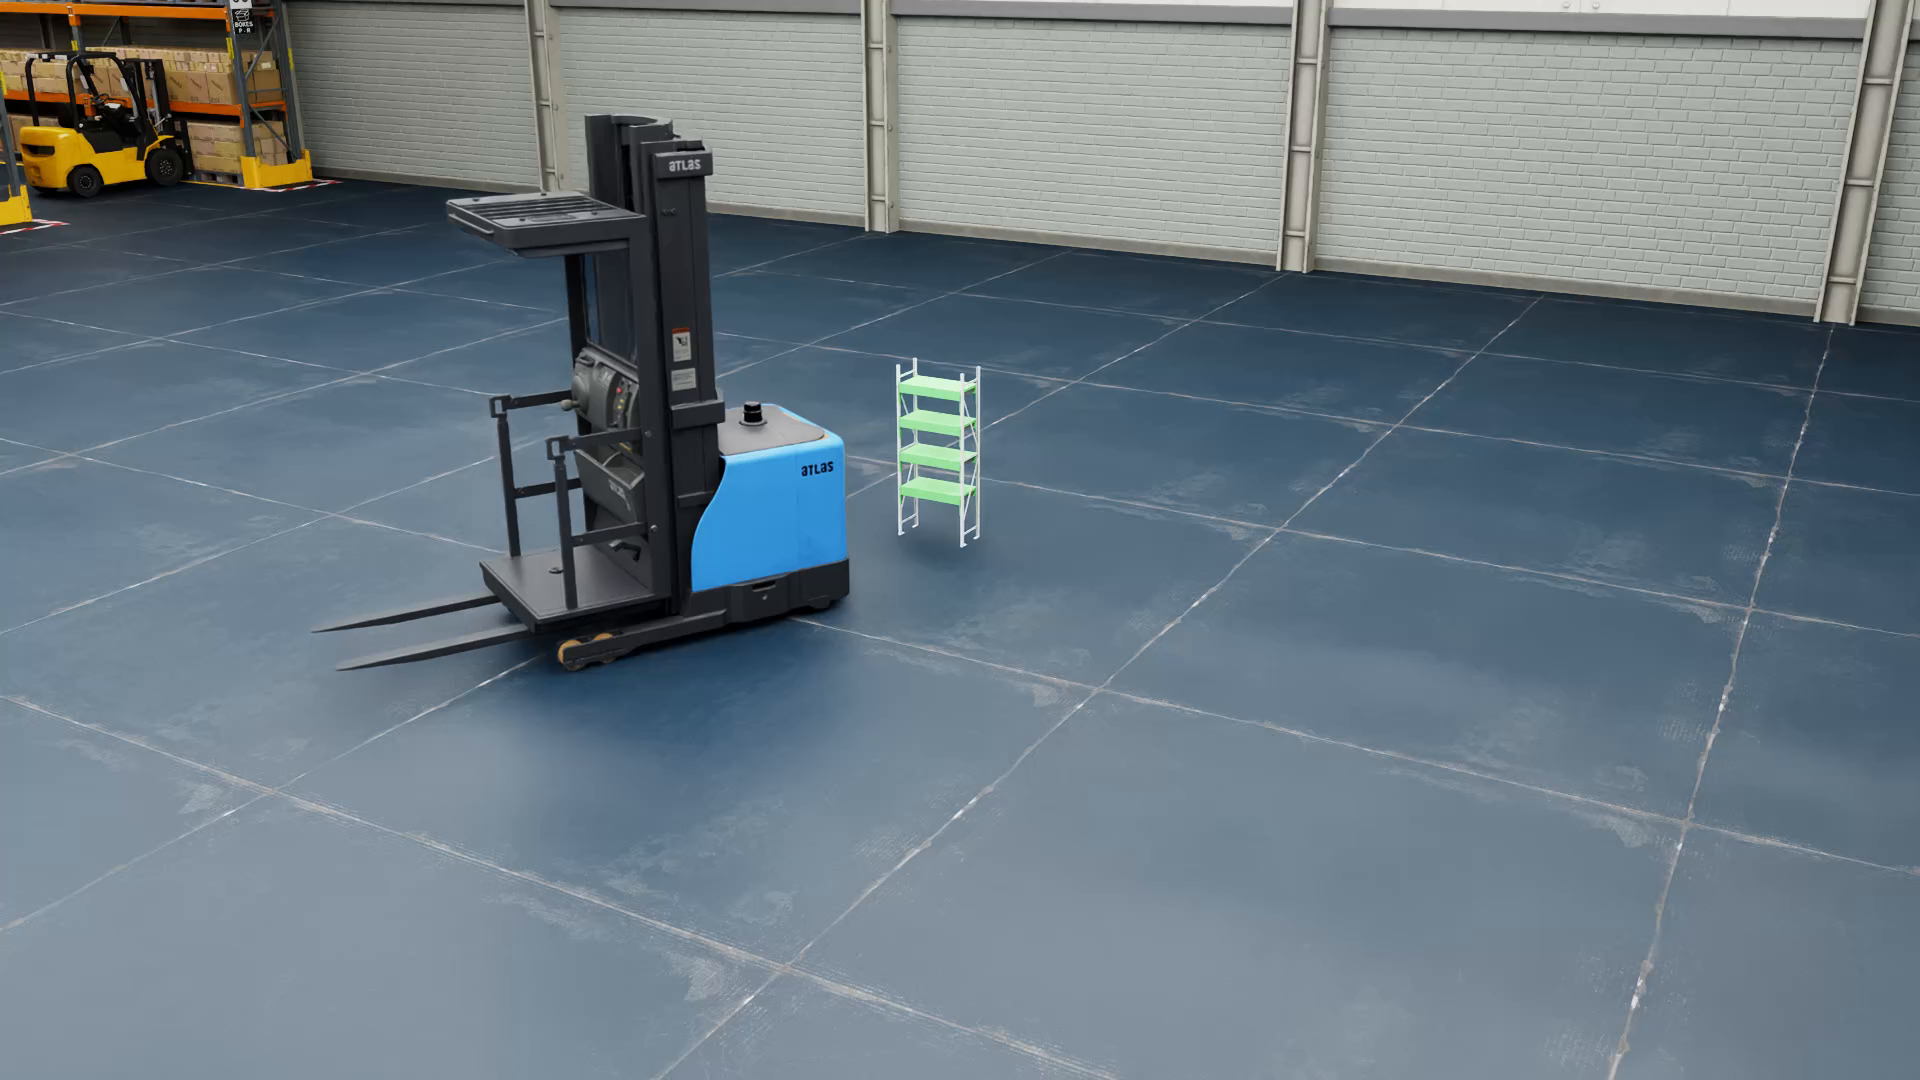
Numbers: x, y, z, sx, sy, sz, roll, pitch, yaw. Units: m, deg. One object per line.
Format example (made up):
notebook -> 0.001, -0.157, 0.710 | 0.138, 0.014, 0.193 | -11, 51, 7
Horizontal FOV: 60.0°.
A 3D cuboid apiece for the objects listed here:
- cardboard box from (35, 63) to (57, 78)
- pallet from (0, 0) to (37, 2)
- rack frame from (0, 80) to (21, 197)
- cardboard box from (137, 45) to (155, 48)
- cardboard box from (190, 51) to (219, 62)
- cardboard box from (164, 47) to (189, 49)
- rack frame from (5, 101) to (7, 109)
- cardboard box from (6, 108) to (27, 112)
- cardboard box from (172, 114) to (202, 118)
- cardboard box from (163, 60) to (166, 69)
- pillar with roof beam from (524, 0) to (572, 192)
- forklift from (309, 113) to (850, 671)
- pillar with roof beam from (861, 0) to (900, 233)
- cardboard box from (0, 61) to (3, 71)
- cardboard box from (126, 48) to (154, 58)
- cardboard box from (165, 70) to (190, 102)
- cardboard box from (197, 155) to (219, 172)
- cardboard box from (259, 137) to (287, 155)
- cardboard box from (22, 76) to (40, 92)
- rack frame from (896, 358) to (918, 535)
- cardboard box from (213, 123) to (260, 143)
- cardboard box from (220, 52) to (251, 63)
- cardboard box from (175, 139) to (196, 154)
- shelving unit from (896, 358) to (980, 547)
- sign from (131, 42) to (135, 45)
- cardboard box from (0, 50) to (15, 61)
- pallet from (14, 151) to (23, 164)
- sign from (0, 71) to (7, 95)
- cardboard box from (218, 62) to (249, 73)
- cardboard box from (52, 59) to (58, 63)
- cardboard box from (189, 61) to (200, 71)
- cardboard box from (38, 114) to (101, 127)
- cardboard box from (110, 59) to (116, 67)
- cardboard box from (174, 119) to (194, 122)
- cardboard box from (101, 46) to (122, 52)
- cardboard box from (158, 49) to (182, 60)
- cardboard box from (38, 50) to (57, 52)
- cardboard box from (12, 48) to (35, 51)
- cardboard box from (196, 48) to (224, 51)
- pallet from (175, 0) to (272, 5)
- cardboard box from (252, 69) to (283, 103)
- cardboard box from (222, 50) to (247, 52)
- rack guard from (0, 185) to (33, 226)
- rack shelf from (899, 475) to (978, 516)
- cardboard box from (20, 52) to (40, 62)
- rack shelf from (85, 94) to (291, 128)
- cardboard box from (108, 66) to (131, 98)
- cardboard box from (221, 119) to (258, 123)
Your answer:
cardboard box -> -15.892, -8.288, 29.301 | 0.500, 0.250, 0.500 | 10, 22, 26
pallet -> -16.764, -9.750, 29.722 | 1.213, 0.211, 1.003 | 12, 23, 30
rack frame -> -13.812, -5.891, 23.206 | 0.127, 3.000, 1.000 | 11, 23, 27
cardboard box -> -14.024, -8.469, 28.779 | 0.250, 0.149, 0.380 | 11, 22, 27
cardboard box -> -12.463, -7.989, 27.455 | 0.250, 0.149, 0.380 | 11, 23, 28
cardboard box -> -13.358, -8.340, 28.425 | 0.250, 0.149, 0.380 | 11, 22, 27
rack frame -> -18.378, -8.700, 30.949 | 0.127, 3.000, 1.000 | 11, 23, 27
cardboard box -> -17.840, -7.673, 30.985 | 0.625, 0.625, 0.875 | 12, 23, 29
cardboard box -> -13.478, -7.217, 28.812 | 0.500, 0.250, 0.500 | 11, 23, 28
cardboard box -> -13.139, -7.970, 27.839 | 0.250, 0.149, 0.380 | 11, 22, 27
pillar with roof beam -> -8.424, -8.294, 21.034 | 0.400, 9.000, 9.100 | 11, 23, 27
forklift -> -2.200, -0.850, 9.411 | 3.031, 2.935, 1.130 | -12, 23, -30
pillar with roof beam -> -3.186, -7.296, 18.283 | 0.400, 9.000, 9.100 | 11, 23, 27
cardboard box -> -17.225, -8.542, 30.000 | 0.500, 0.250, 0.500 | 10, 22, 26
cardboard box -> -13.839, -8.220, 28.093 | 0.250, 0.149, 0.380 | 10, 22, 26
cardboard box -> -12.848, -7.594, 27.755 | 0.500, 0.500, 0.500 | 10, 22, 26
cardboard box -> -12.388, -6.344, 27.871 | 0.500, 0.250, 0.500 | 11, 23, 27
cardboard box -> -11.703, -6.649, 27.979 | 0.500, 0.250, 0.500 | 11, 23, 28
cardboard box -> -16.314, -8.143, 29.636 | 0.500, 0.250, 0.500 | 11, 23, 28
rack frame -> -0.358, -0.632, 11.348 | 0.015, 1.200, 0.240 | 11, 23, 27
cardboard box -> -11.948, -6.728, 27.463 | 0.500, 0.250, 0.500 | 12, 23, 29
cardboard box -> -11.810, -7.858, 27.094 | 0.250, 0.149, 0.380 | 11, 23, 27
cardboard box -> -12.865, -6.663, 28.018 | 0.500, 0.250, 0.500 | 10, 22, 26
shelving unit -> -0.145, -0.592, 11.236 | 0.503, 1.200, 0.258 | 11, 23, 27
sign -> -14.617, -8.644, 29.410 | 0.005, 0.325, 0.100 | 11, 23, 27
cardboard box -> -17.112, -8.699, 29.850 | 0.250, 0.149, 0.380 | 11, 23, 28
pallet -> -16.618, -7.037, 30.455 | 1.213, 0.211, 1.003 | 11, 23, 27
sign -> -13.547, -6.459, 23.504 | 0.005, 0.325, 0.100 | 11, 23, 27
cardboard box -> -11.833, -7.695, 27.083 | 0.250, 0.149, 0.380 | 11, 23, 28
cardboard box -> -15.715, -8.471, 29.221 | 0.250, 0.149, 0.380 | 11, 23, 27
cardboard box -> -12.479, -7.835, 27.468 | 0.250, 0.149, 0.380 | 11, 22, 27
cardboard box -> -16.021, -7.330, 30.041 | 0.625, 0.625, 0.875 | 11, 22, 27
cardboard box -> -14.268, -8.177, 28.412 | 0.250, 0.149, 0.380 | 11, 23, 27
cardboard box -> -13.281, -6.978, 28.154 | 0.500, 0.250, 0.500 | 10, 22, 26
cardboard box -> -14.472, -8.373, 28.516 | 0.250, 0.149, 0.380 | 11, 23, 28
cardboard box -> -13.152, -8.111, 27.793 | 0.250, 0.149, 0.380 | 11, 23, 28
cardboard box -> -16.397, -8.776, 30.062 | 0.250, 0.149, 0.380 | 11, 23, 28
cardboard box -> -17.078, -8.900, 30.402 | 0.250, 0.149, 0.380 | 11, 22, 27
cardboard box -> -12.665, -8.229, 28.117 | 0.250, 0.149, 0.380 | 10, 22, 26
pallet -> -11.999, -8.863, 27.130 | 1.213, 0.211, 1.003 | 11, 23, 27
cardboard box -> -11.691, -7.581, 27.719 | 0.500, 0.500, 0.500 | 12, 23, 29
cardboard box -> -12.033, -8.074, 27.689 | 0.250, 0.149, 0.380 | 11, 23, 28
rack guard -> -13.878, -4.728, 23.667 | 0.348, 0.500, 1.175 | 11, 23, 27
rack shelf -> -0.145, -0.306, 11.340 | 0.480, 0.148, 0.258 | 11, 23, 27
cardboard box -> -16.423, -8.581, 29.524 | 0.250, 0.149, 0.380 | 11, 23, 28
rack shelf -> -13.140, -7.364, 28.321 | 4.000, 0.370, 1.077 | 11, 23, 27
cardboard box -> -14.163, -7.848, 28.455 | 0.500, 0.500, 0.500 | 11, 23, 28
cardboard box -> -12.159, -6.962, 28.110 | 0.500, 0.250, 0.500 | 11, 23, 27
